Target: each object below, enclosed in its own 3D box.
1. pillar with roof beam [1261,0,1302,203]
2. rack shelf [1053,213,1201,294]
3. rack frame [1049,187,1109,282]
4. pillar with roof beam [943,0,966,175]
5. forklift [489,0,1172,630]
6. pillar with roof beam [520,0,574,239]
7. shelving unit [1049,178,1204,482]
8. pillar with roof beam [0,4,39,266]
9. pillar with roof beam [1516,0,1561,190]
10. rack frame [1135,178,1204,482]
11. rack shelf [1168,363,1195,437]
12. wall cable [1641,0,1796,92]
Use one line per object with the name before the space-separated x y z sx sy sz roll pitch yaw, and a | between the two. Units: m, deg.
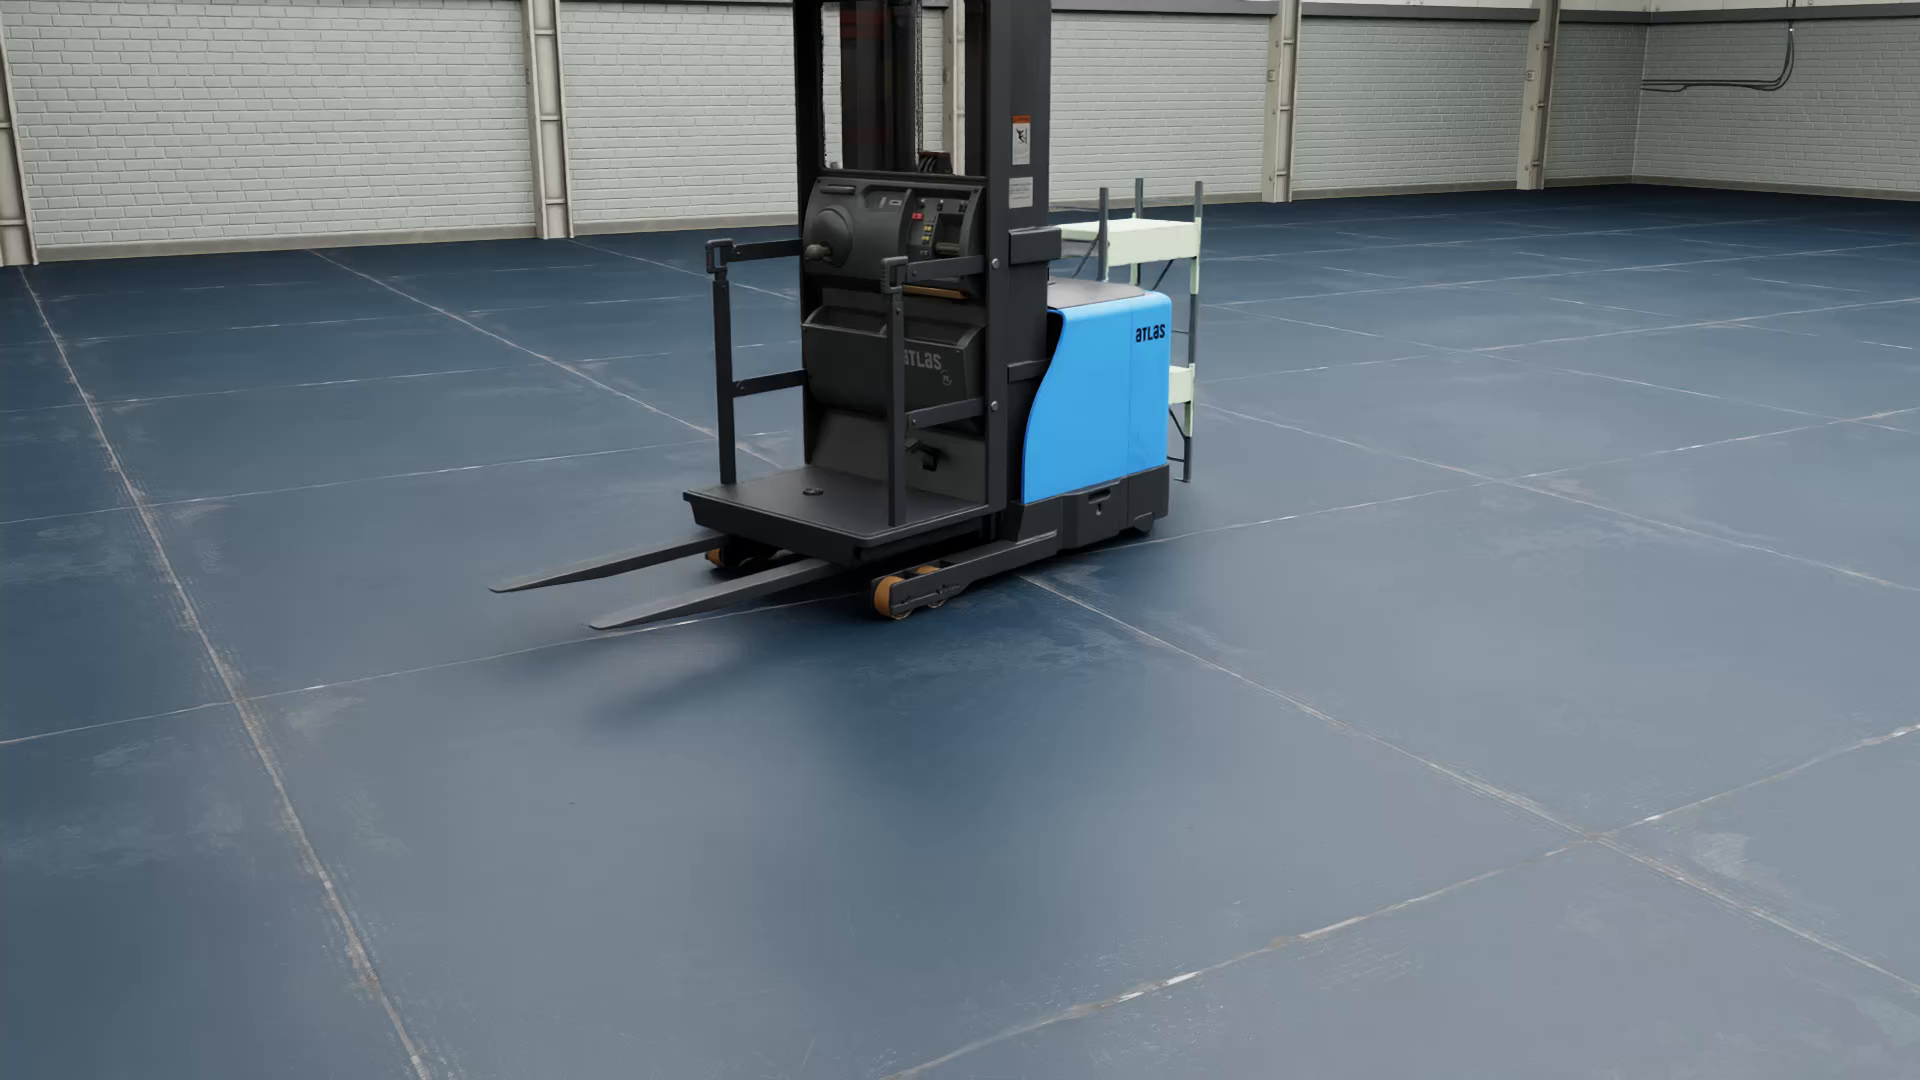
pillar with roof beam | 7.362 -8.849 22.305 0.400 9.000 9.100 -9 18 -30
rack shelf | 0.776 -1.361 8.034 0.431 0.370 0.720 14 21 42
rack frame | 0.521 -0.916 7.883 0.400 1.500 0.023 14 21 42
pillar with roof beam | 2.219 -8.015 19.329 0.400 9.000 9.100 -9 18 -30
forklift | -0.421 -1.262 6.482 1.130 2.935 3.031 14 21 41
pillar with roof beam | -2.924 -7.181 16.354 0.400 9.000 9.100 -9 18 -30
shelving unit | 0.774 -0.985 8.138 0.431 1.500 0.755 14 21 42
pillar with roof beam | -8.067 -6.347 13.379 0.400 9.000 9.100 -9 18 -30
pillar with roof beam | 12.505 -9.683 25.280 0.400 9.000 9.100 -9 18 -30
rack frame | 1.027 -1.055 8.393 0.400 1.500 0.023 14 21 42
rack shelf | 0.773 -0.671 8.225 0.431 0.370 0.720 14 21 42
wall cable | 13.494 -9.287 29.622 0.112 2.526 3.097 -9 18 -30
